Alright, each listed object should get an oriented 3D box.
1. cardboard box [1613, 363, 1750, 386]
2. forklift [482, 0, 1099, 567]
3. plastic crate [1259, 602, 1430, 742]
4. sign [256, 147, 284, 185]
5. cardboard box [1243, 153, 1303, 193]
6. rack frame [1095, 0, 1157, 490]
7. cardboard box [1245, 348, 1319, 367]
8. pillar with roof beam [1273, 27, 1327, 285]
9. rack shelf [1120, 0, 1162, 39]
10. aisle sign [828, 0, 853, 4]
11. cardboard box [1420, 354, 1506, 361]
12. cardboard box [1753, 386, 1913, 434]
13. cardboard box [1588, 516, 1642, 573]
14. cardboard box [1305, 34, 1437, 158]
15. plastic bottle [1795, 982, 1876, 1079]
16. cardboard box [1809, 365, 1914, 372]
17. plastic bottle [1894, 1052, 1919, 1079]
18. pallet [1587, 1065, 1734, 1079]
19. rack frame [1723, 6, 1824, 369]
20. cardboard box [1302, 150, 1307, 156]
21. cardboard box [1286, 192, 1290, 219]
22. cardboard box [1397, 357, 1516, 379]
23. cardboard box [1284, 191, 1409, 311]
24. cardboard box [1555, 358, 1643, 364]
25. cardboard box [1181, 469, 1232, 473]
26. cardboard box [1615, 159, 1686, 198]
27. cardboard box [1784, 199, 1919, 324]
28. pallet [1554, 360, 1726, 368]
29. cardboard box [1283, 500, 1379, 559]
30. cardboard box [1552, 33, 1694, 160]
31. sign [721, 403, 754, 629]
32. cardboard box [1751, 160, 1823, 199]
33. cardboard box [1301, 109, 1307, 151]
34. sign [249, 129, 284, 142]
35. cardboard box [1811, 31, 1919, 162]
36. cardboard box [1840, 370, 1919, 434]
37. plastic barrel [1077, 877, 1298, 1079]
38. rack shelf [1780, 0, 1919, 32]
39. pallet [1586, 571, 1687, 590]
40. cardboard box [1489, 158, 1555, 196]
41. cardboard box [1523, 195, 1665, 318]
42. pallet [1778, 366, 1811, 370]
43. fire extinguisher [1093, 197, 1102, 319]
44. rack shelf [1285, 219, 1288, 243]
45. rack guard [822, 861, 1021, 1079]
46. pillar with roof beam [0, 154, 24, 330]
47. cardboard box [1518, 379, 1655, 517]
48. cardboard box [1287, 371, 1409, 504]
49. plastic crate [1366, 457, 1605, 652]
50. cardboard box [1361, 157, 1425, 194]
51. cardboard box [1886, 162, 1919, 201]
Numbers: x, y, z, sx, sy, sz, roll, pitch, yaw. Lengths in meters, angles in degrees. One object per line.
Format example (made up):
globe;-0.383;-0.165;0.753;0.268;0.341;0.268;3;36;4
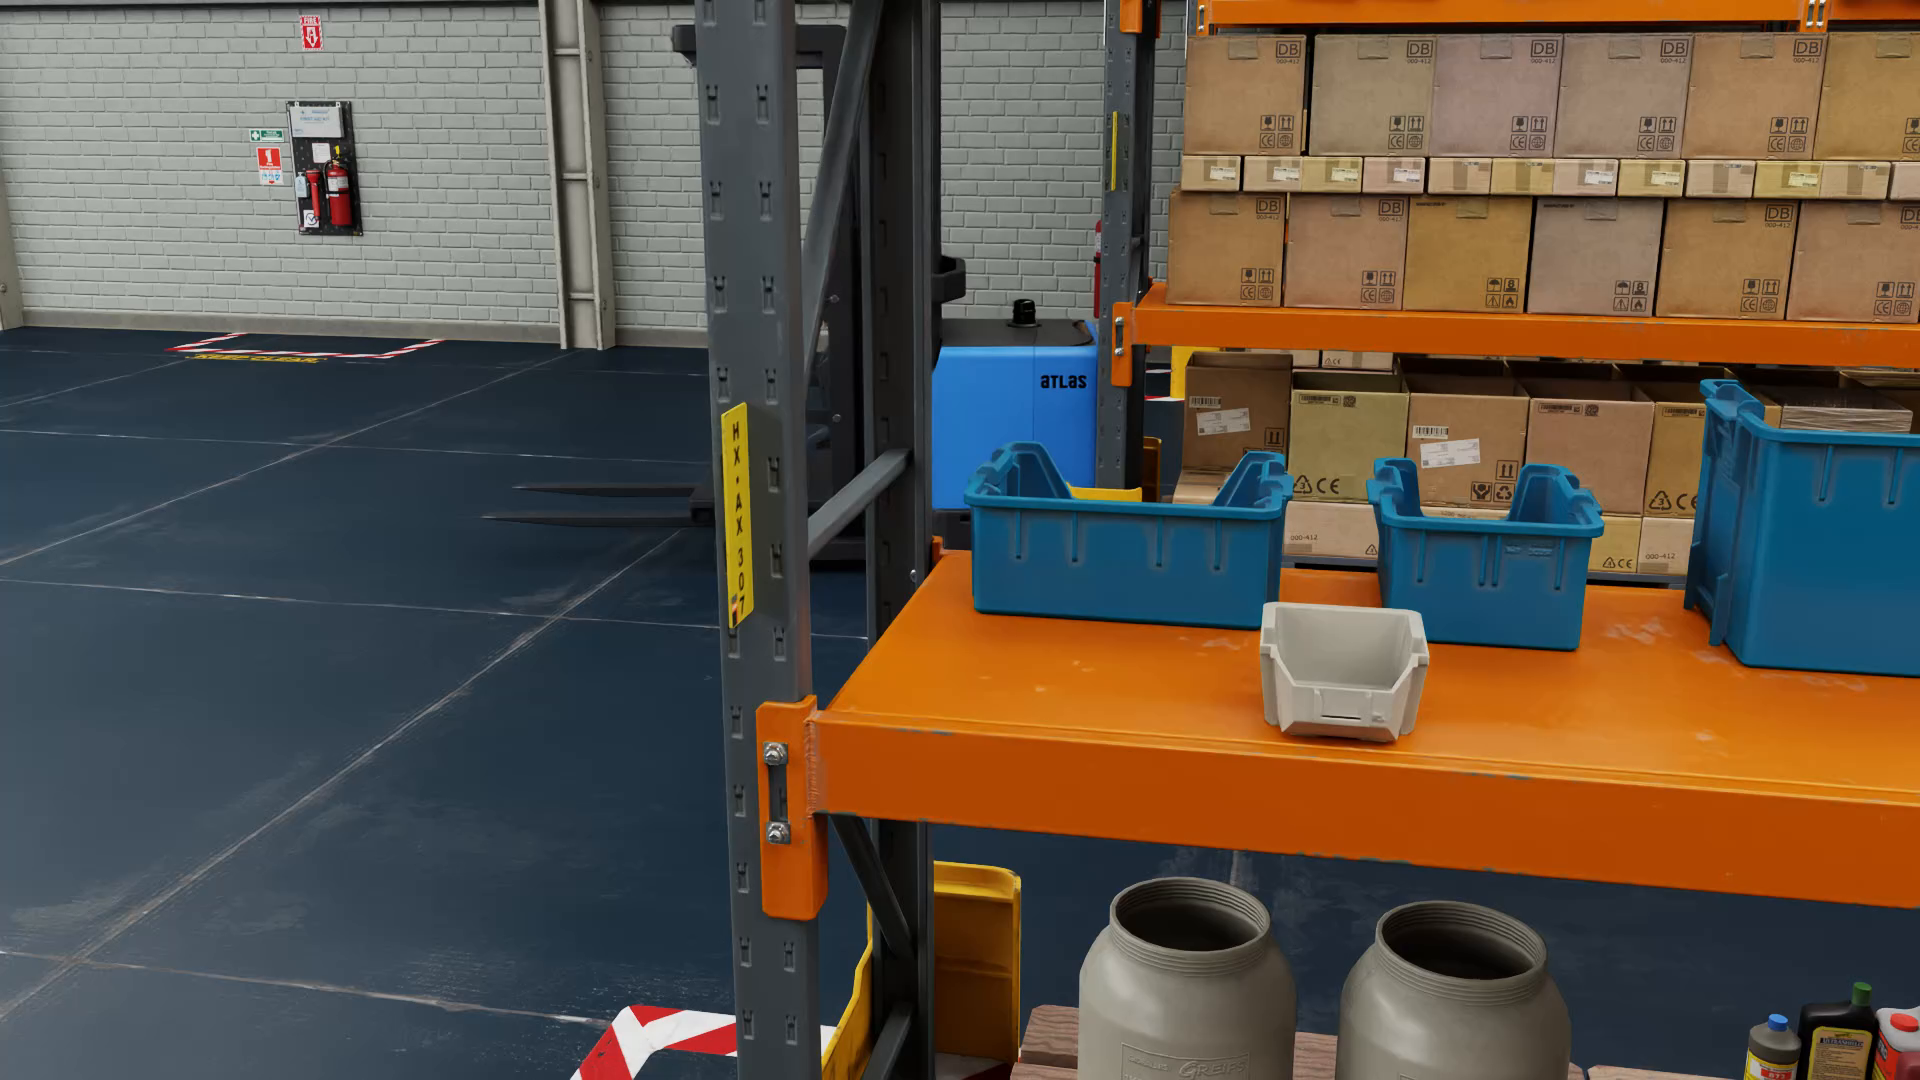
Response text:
cardboard box;3.321;-0.528;7.738;0.500;0.500;0.500;3;16;11
forklift;-0.803;-1.396;8.041;3.031;2.935;1.130;0;15;0
plastic crate;0.595;0.212;2.601;0.250;0.136;0.298;3;16;11
sign;-6.200;-3.362;14.942;0.234;0.329;0.001;3;16;11
cardboard box;1.374;-1.613;7.292;0.250;0.149;0.380;3;16;10
rack frame;0.773;-1.342;7.719;0.127;3.000;1.000;3;16;11
cardboard box;2.416;-1.494;12.480;0.500;0.311;0.500;1;16;5
pillar with roof beam;1.757;-4.592;8.214;0.400;9.000;9.100;3;16;11
rack shelf;2.733;-2.335;7.030;4.000;0.370;1.077;3;16;11
aisle sign;-0.229;-1.381;2.989;0.004;0.787;0.394;3;16;11
cardboard box;3.684;-1.503;12.157;0.500;0.500;0.700;2;16;8
cardboard box;3.707;-0.365;7.151;0.500;0.500;0.500;3;16;11
cardboard box;2.724;-0.053;7.427;0.500;0.250;0.500;3;16;11
cardboard box;1.796;-1.958;7.324;0.500;0.500;0.700;3;16;10
plastic bottle;1.787;1.035;3.402;0.133;0.283;0.061;4;16;12
cardboard box;6.401;-1.398;11.779;0.500;0.500;0.700;4;16;13
plastic bottle;1.890;1.082;3.232;0.133;0.283;0.061;3;16;11
pallet;1.853;1.399;3.046;1.213;0.211;1.003;3;16;11
rack frame;5.676;-2.426;11.630;0.127;3.000;1.000;3;16;11
cardboard box;1.693;-1.705;7.627;0.250;0.149;0.380;3;16;10
cardboard box;2.171;-2.467;12.021;0.500;0.250;0.500;3;16;9
cardboard box;2.340;-0.581;7.930;0.500;0.500;0.500;3;16;11
cardboard box;1.743;-1.336;7.507;0.500;0.500;0.700;4;16;13
cardboard box;4.651;-1.478;12.066;0.500;0.500;0.500;2;16;7
cardboard box;1.357;-0.268;8.206;0.500;0.250;0.500;3;16;11
cardboard box;2.879;-1.530;6.994;0.250;0.149;0.380;4;16;13
cardboard box;3.738;-1.226;7.112;0.500;0.500;0.700;3;16;11
pallet;5.011;-1.108;12.097;1.213;0.211;1.003;3;16;11
cardboard box;1.745;-0.107;7.624;0.500;0.250;0.500;3;16;11
cardboard box;2.781;-1.905;7.132;0.500;0.500;0.700;3;16;11
sign;-0.332;-0.036;2.486;0.005;0.325;0.100;3;16;11
cardboard box;3.387;-1.503;6.898;0.250;0.149;0.380;3;16;11
cardboard box;2.647;-2.804;11.835;0.500;0.500;0.500;3;16;11
sign;-6.198;-3.614;14.862;0.331;0.109;0.001;3;16;11
cardboard box;3.761;-1.851;6.939;0.500;0.500;0.700;3;16;11
cardboard box;4.300;-0.475;7.546;0.500;0.500;0.500;3;16;11
plastic barrel;0.442;0.965;3.263;0.421;0.512;0.421;0;15;0
rack shelf;7.636;-3.418;10.941;4.000;0.370;1.077;3;16;11
pallet;2.722;0.097;7.747;1.213;0.211;1.003;3;16;11
cardboard box;2.377;-1.558;7.095;0.250;0.149;0.380;3;16;10
cardboard box;2.745;-1.281;7.309;0.500;0.500;0.700;4;16;13
pallet;6.439;-1.041;11.854;1.213;0.211;1.003;3;16;11
fire extinguisher;0.749;-1.433;8.190;0.183;0.674;0.296;3;16;11
rack shelf;3.716;-2.185;12.110;4.000;0.370;1.077;3;16;11
rack guard;-0.134;1.150;3.405;0.348;0.500;1.175;3;16;11
pillar with roof beam;-10.003;-5.231;10.518;0.400;9.000;9.100;3;16;11
cardboard box;2.723;-0.414;7.326;0.500;0.500;0.500;3;16;11
cardboard box;1.744;-0.468;7.522;0.500;0.500;0.500;3;16;11
plastic crate;0.967;0.009;3.118;0.408;0.251;0.499;3;16;11
cardboard box;1.865;-1.585;7.192;0.250;0.149;0.380;3;16;10
cardboard box;3.884;-1.476;6.798;0.250;0.149;0.380;3;16;9
